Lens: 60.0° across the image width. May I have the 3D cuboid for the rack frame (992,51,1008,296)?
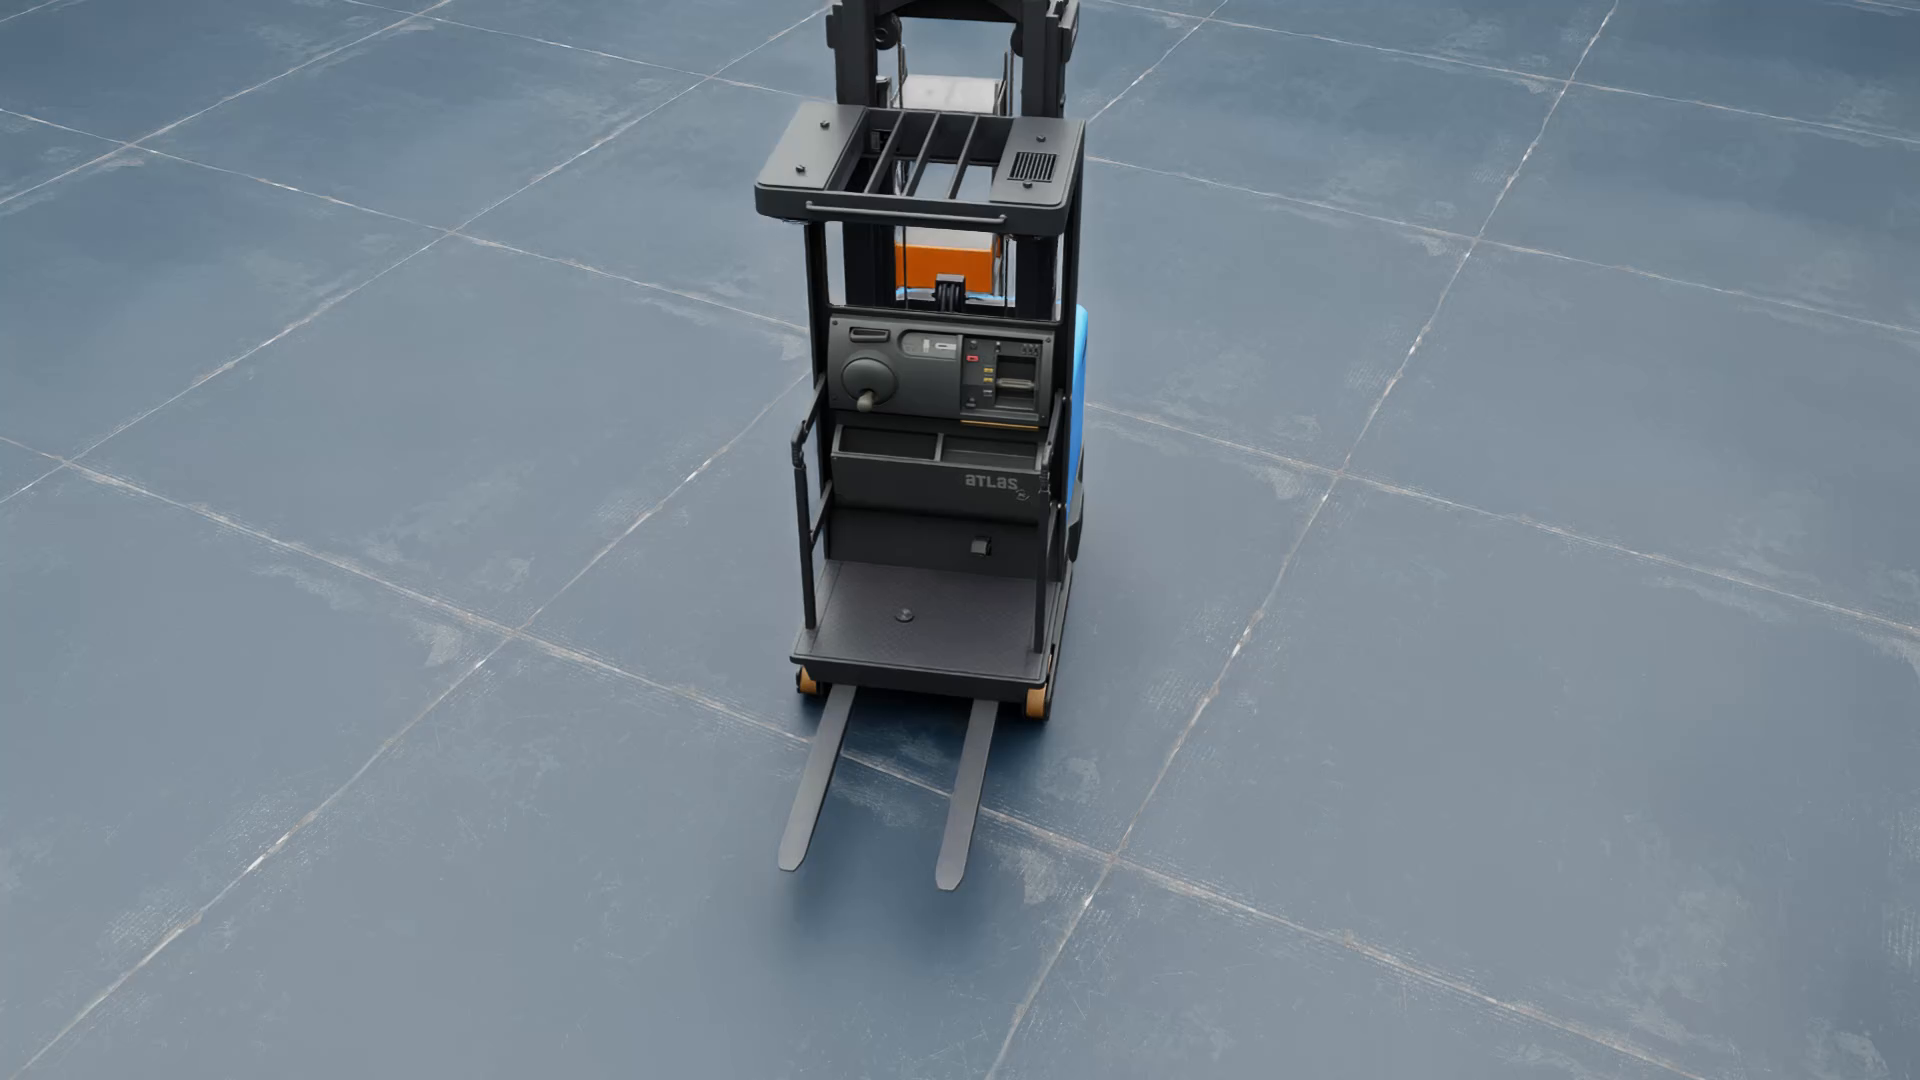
[{"bbox_3d":[0.191,-1.340,8.279,0.015,2.100,0.400,5,37,7],"label":"rack frame"}]

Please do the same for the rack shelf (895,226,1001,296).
[{"bbox_3d":[-0.050,-1.350,8.314,0.480,0.518,0.431,5,37,7],"label":"rack shelf"}]

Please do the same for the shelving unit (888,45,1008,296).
[{"bbox_3d":[-0.050,-1.361,8.306,0.503,2.100,0.431,5,37,7],"label":"shelving unit"}]

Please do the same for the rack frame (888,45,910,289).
[{"bbox_3d":[-0.292,-1.382,8.334,0.015,2.100,0.400,5,37,7],"label":"rack frame"}]

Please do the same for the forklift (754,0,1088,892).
[{"bbox_3d":[-0.113,-0.624,6.648,1.130,2.935,3.031,6,38,7],"label":"forklift"}]

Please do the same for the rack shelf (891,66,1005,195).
[{"bbox_3d":[-0.050,-1.908,7.891,0.480,0.518,0.431,5,37,7],"label":"rack shelf"}]
